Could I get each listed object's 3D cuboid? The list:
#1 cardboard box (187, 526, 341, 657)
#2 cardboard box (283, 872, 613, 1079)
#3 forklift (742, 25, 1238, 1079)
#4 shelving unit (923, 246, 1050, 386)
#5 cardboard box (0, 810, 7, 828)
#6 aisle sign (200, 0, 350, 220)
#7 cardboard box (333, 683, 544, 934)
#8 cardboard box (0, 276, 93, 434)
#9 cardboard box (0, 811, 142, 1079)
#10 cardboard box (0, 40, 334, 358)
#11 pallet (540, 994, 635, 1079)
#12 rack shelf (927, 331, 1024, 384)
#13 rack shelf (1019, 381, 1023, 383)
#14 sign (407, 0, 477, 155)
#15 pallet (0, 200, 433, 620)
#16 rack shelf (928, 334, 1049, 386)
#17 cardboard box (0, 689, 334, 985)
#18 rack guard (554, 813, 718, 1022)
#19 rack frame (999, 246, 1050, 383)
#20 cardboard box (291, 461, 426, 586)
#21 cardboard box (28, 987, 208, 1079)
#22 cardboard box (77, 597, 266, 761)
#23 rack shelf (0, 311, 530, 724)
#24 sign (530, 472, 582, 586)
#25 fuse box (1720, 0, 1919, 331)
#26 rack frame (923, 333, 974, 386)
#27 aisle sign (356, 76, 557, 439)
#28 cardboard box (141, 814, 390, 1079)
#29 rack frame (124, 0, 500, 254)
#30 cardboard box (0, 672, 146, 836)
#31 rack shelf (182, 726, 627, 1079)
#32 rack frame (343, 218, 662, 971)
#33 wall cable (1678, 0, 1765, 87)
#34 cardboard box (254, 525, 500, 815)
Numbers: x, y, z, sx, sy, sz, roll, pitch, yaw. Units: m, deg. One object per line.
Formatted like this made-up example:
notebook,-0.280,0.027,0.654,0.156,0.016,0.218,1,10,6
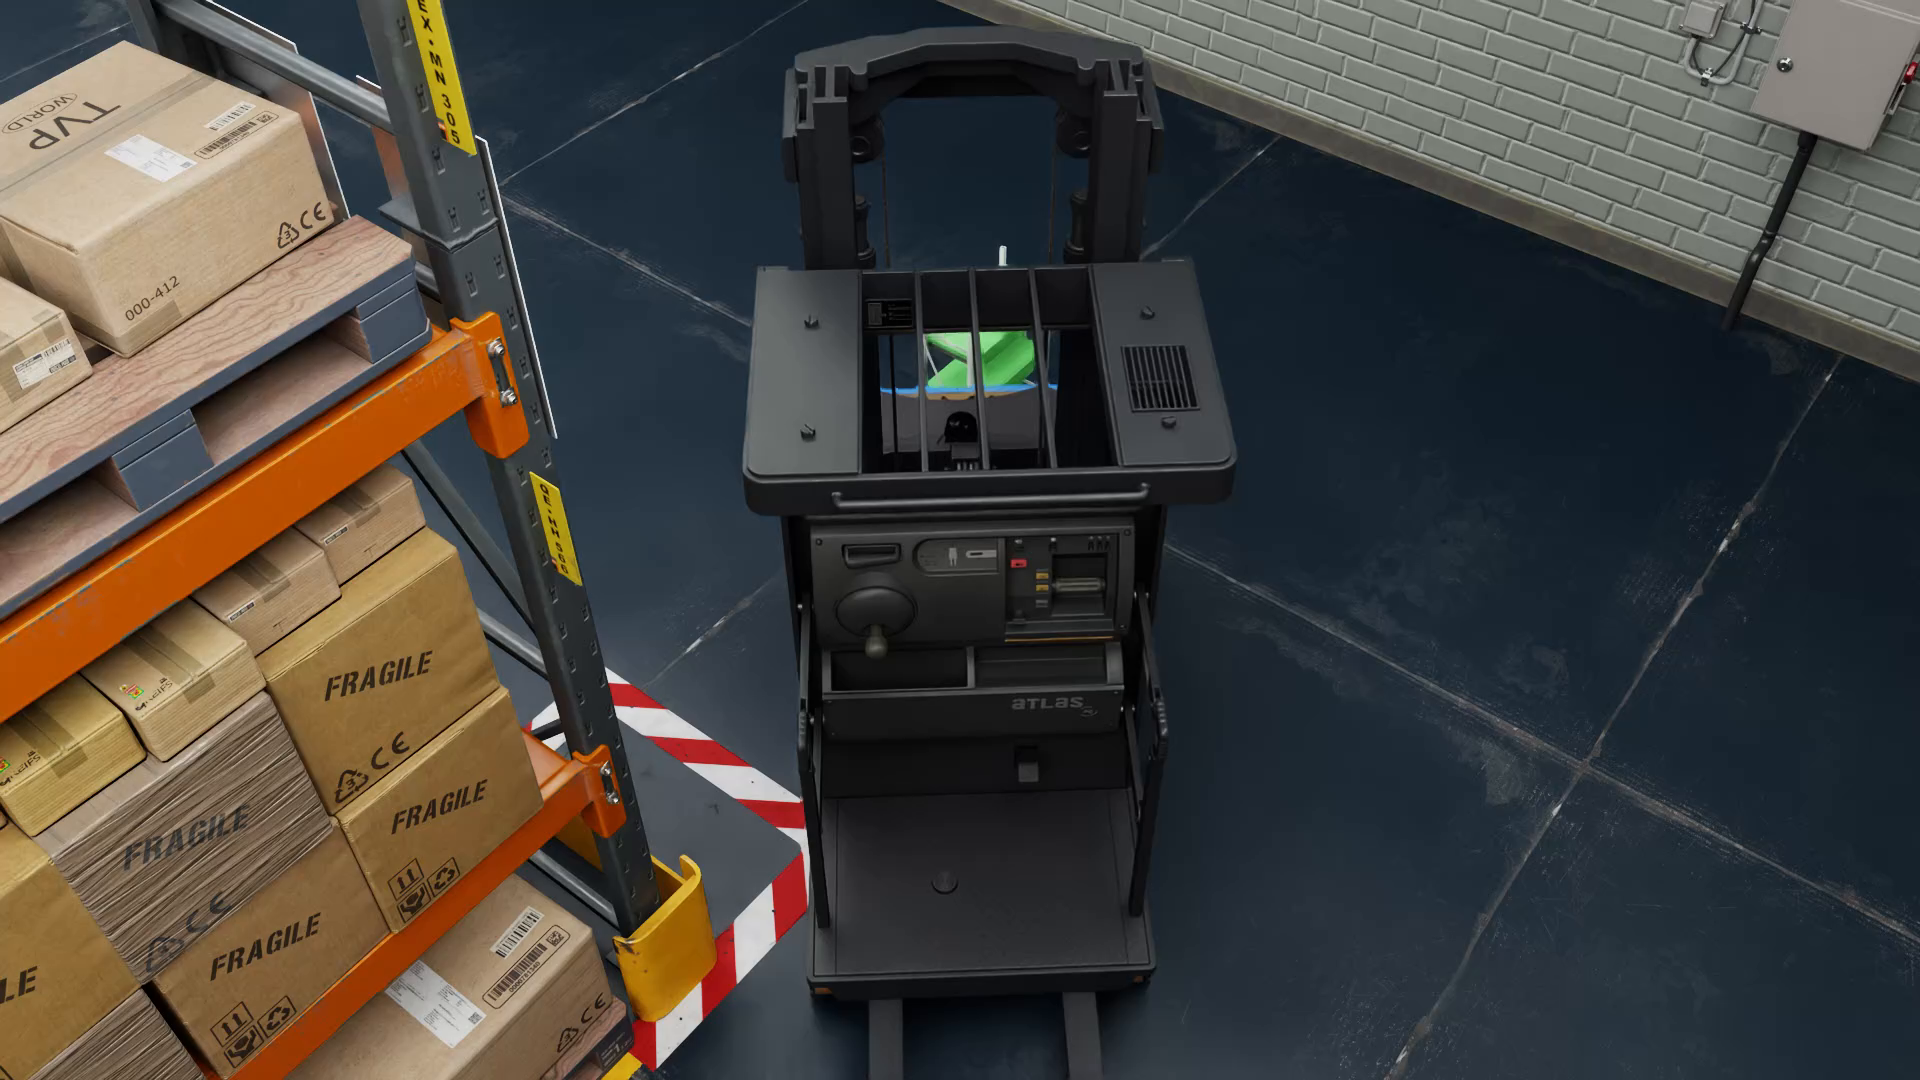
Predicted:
cardboard box,-1.566,0.056,3.577,0.380,0.149,0.250,30,53,26
cardboard box,-1.693,1.372,5.011,0.875,0.438,0.875,27,52,24
forklift,0.050,0.235,4.663,1.130,2.935,3.031,-2,46,-2
shelving unit,0.101,-0.509,6.571,0.258,1.200,0.503,29,53,25
cardboard box,-2.060,0.485,3.168,0.380,0.149,0.250,29,53,25
aisle sign,-1.554,-0.857,3.861,0.394,0.787,0.004,29,53,25
cardboard box,-1.454,0.569,4.228,0.500,0.500,0.500,29,53,25
cardboard box,-1.766,-0.346,2.911,0.380,0.149,0.250,25,51,22
cardboard box,-2.077,0.805,3.311,0.500,0.500,0.500,29,53,25
cardboard box,-1.573,-0.656,3.137,0.500,0.250,0.500,25,51,22
pallet,-1.796,1.666,5.178,1.003,0.211,1.213,29,53,25
rack shelf,0.101,-0.797,6.270,0.258,0.148,0.480,29,53,25
rack shelf,0.101,-0.465,6.618,0.258,0.148,0.480,29,53,25
sign,-0.948,-0.856,3.026,0.100,0.325,0.005,29,53,25
pallet,-1.814,-0.366,3.177,1.003,0.211,1.213,29,53,25
rack shelf,0.101,-0.631,6.444,0.258,0.148,0.480,29,53,25
cardboard box,-1.772,0.524,3.580,0.500,0.500,0.500,29,53,25
rack guard,-1.354,1.060,5.556,1.175,0.500,0.348,29,53,25
rack frame,0.250,-0.649,6.705,0.240,1.200,0.015,29,53,25
cardboard box,-1.430,-0.100,3.726,0.380,0.149,0.250,30,53,25
cardboard box,-2.080,1.148,3.675,0.500,0.500,0.500,31,54,26
cardboard box,-1.657,0.241,3.401,0.380,0.149,0.250,29,53,25
rack shelf,-2.592,0.567,2.722,1.077,0.370,4.000,29,53,25
sign,-0.948,-0.024,3.898,0.100,0.325,0.005,29,53,25
fuse box,3.633,-1.569,7.230,0.539,1.711,0.414,29,53,25
rack frame,-0.048,-0.370,6.438,0.240,1.200,0.015,29,53,25
aisle sign,-1.080,-0.592,3.608,0.394,0.787,0.004,29,53,25
cardboard box,-1.773,0.849,3.960,0.500,0.500,0.500,28,52,24
rack frame,-1.369,-1.862,2.470,1.000,3.000,0.127,29,53,25
cardboard box,-1.844,0.367,3.281,0.380,0.149,0.250,30,53,26
rack shelf,-2.592,1.603,3.806,1.077,0.370,4.000,29,53,25
rack frame,-1.369,0.210,4.639,1.000,3.000,0.127,29,53,25
wall cable,3.189,-2.757,6.771,0.588,1.984,0.122,29,53,25
cardboard box,-1.475,0.212,3.878,0.500,0.500,0.500,31,54,26
